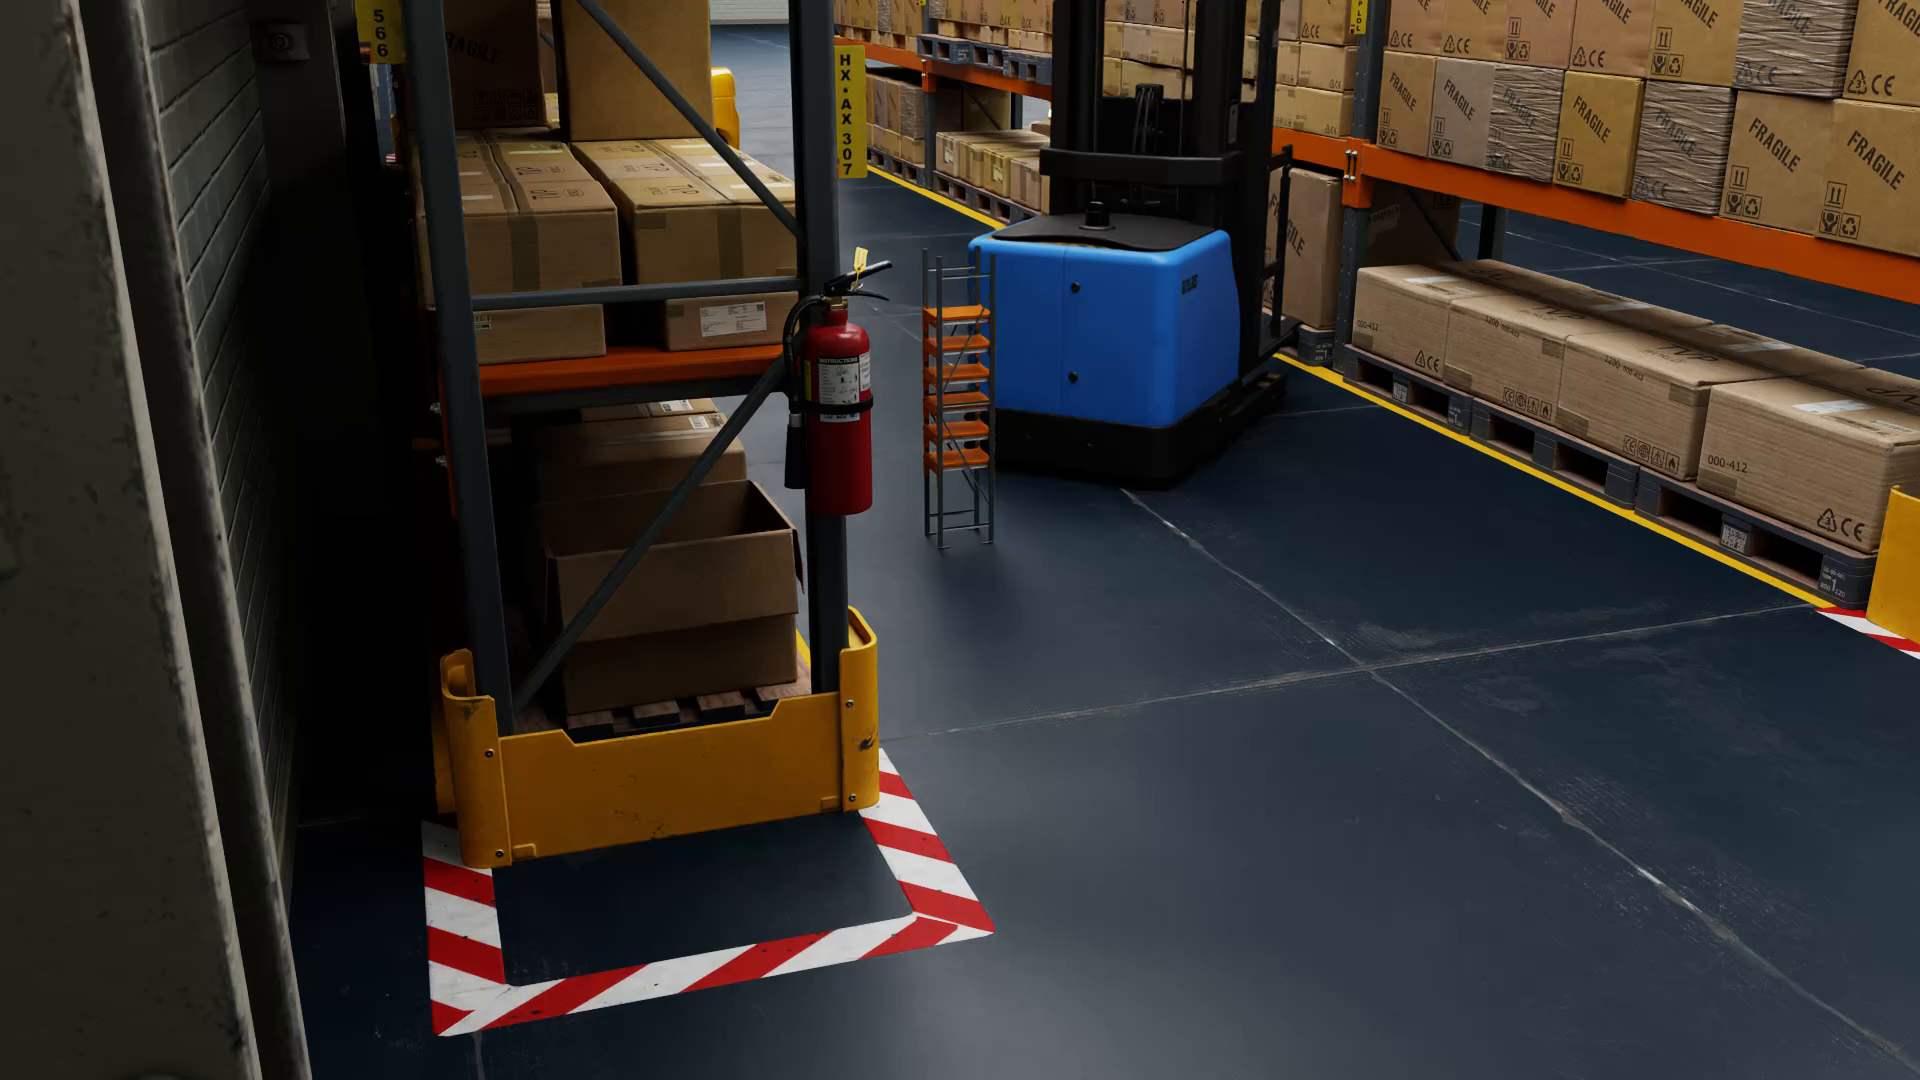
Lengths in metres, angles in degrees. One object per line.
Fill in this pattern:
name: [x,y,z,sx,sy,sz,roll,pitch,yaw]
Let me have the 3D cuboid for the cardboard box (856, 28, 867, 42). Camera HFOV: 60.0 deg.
cardboard box: [-0.960,-5.691,18.694,0.380,0.149,0.250,-6,21,-16]

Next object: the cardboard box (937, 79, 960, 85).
cardboard box: [0.029,-4.640,17.736,0.500,0.500,0.500,-6,20,-15]

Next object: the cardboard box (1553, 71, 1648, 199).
cardboard box: [3.018,-1.809,7.368,0.500,0.500,0.500,-6,21,-16]

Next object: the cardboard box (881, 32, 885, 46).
cardboard box: [-0.627,-5.359,17.770,0.380,0.149,0.250,-7,21,-18]

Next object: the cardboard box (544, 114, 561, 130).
cardboard box: [-1.351,-1.511,6.467,0.500,0.250,0.500,-7,21,-18]

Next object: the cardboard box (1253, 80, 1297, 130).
cardboard box: [2.113,-2.638,10.046,0.500,0.250,0.500,-7,21,-18]

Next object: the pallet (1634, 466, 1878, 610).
pallet: [3.584,-0.080,6.828,1.003,0.211,1.213,-6,21,-17]

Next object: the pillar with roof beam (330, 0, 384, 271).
pillar with roof beam: [-0.494,-6.787,12.499,9.100,9.000,0.400,-6,21,-17]

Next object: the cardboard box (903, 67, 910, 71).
cardboard box: [-0.441,-5.501,19.171,0.380,0.149,0.250,-6,21,-16]

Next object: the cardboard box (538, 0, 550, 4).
cardboard box: [-2.627,-2.925,9.849,0.797,0.503,0.637,-7,21,-18]

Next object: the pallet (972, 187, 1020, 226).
pallet: [0.771,-3.041,15.071,1.003,0.211,1.213,-6,21,-17]

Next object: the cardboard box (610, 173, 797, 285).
cardboard box: [-0.688,-0.860,4.654,0.500,0.250,0.500,-6,21,-17]

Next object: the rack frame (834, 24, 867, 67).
rack frame: [-1.119,-6.279,19.960,1.000,3.000,0.127,-6,21,-17]

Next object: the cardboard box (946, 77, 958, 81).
cardboard box: [0.063,-4.986,17.739,0.380,0.149,0.250,-6,20,-15]

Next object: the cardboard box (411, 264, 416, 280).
cardboard box: [-2.641,-1.207,8.916,0.500,0.500,0.500,-7,21,-19]

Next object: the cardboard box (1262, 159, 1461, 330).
cardboard box: [2.382,-1.816,10.058,0.875,0.875,0.875,-6,21,-16]

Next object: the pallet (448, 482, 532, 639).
pallet: [-1.456,0.026,6.533,1.003,0.211,1.213,-6,21,-17]

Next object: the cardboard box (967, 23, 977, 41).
cardboard box: [0.285,-4.613,15.072,0.380,0.149,0.250,-6,21,-16]

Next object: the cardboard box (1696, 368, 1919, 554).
cardboard box: [3.607,-0.337,6.588,0.875,0.438,0.875,-7,21,-19]

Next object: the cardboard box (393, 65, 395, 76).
cardboard box: [-3.867,-3.393,12.146,0.500,0.250,0.500,-7,21,-18]

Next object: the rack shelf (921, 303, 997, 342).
rack shelf: [-0.005,-0.866,6.620,0.258,0.103,0.180,-6,21,-17]

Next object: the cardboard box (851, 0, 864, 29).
cardboard box: [-0.906,-5.955,18.471,0.500,0.500,0.500,-7,21,-18]

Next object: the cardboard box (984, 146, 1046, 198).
cardboard box: [0.755,-3.335,15.030,0.950,0.372,0.625,-6,21,-15]

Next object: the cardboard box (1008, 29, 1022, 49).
cardboard box: [0.623,-4.194,13.907,0.380,0.149,0.250,-6,21,-16]

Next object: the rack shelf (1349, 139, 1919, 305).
rack shelf: [3.281,-1.448,7.574,1.077,0.370,4.000,-6,21,-17]

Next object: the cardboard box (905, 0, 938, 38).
cardboard box: [-0.238,-5.299,16.643,0.500,0.500,0.500,-7,21,-19]

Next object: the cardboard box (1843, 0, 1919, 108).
cardboard box: [3.532,-1.792,5.840,0.500,0.500,0.500,-6,21,-15]

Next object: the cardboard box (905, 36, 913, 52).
cardboard box: [-0.337,-5.027,16.847,0.380,0.149,0.250,-6,21,-16]

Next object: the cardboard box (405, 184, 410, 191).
cardboard box: [-3.390,-2.221,10.780,0.380,0.149,0.250,-6,21,-15]

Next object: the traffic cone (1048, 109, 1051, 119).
traffic cone: [1.188,-5.311,21.019,0.336,0.463,0.334,-6,21,-17]

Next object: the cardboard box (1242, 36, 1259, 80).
cardboard box: [1.951,-3.034,10.407,0.500,0.250,0.500,-6,21,-16]

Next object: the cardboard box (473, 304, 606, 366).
cardboard box: [-1.160,-0.576,4.453,0.380,0.149,0.250,-7,21,-18]

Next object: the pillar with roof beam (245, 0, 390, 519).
pillar with roof beam: [1.392,-4.861,7.138,9.100,9.000,0.400,-6,21,-17]

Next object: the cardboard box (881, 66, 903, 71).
cardboard box: [-0.620,-5.306,19.589,0.500,0.500,0.500,-6,21,-17]

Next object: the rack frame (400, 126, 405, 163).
rack frame: [-5.830,-5.750,18.489,1.000,3.000,0.127,-6,21,-17]

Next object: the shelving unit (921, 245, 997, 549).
shelving unit: [-0.005,-0.569,6.727,0.258,1.200,0.189,-6,21,-17]

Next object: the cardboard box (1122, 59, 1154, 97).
cardboard box: [1.488,-3.294,11.873,0.500,0.250,0.500,-7,21,-19]

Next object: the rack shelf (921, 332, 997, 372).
rack shelf: [-0.005,-0.753,6.660,0.258,0.103,0.180,-6,21,-17]

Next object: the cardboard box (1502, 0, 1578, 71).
cardboard box: [2.875,-2.439,7.642,0.500,0.500,0.500,-6,21,-16]

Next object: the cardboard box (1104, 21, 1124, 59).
cardboard box: [1.320,-3.688,12.228,0.500,0.250,0.500,-7,21,-18]

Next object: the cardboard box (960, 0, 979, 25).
cardboard box: [0.314,-4.878,14.852,0.500,0.500,0.500,-7,21,-18]

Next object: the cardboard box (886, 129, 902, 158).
cardboard box: [-0.480,-4.230,17.702,0.500,0.250,0.500,-7,21,-19]

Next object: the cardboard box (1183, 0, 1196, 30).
cardboard box: [1.787,-3.557,10.755,0.500,0.500,0.500,-6,21,-16]

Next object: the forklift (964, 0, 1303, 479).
forklift: [1.118,-2.110,8.455,1.130,2.935,3.031,9,22,24]

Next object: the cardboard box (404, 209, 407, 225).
cardboard box: [-3.314,-1.880,10.789,0.500,0.500,0.500,-6,21,-17]

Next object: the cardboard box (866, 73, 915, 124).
cardboard box: [-0.802,-4.911,18.488,0.500,0.500,0.500,-6,21,-16]

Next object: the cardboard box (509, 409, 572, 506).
cardboard box: [-1.461,-0.455,6.823,0.700,0.500,0.500,-7,21,-19]

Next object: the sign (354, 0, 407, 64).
sign: [-1.334,-1.257,3.798,0.100,0.325,0.005,-6,21,-17]

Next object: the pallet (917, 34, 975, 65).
pallet: [0.240,-4.644,15.693,1.003,0.211,1.213,-6,21,-17]

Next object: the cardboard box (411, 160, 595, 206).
cardboard box: [-1.359,-0.970,4.962,0.500,0.250,0.500,-6,21,-17]

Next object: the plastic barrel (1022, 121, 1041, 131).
plastic barrel: [0.967,-4.565,18.998,0.512,0.421,0.421,8,21,20]

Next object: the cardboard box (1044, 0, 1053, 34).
cardboard box: [0.989,-4.213,12.999,0.500,0.500,0.500,-7,21,-19]
